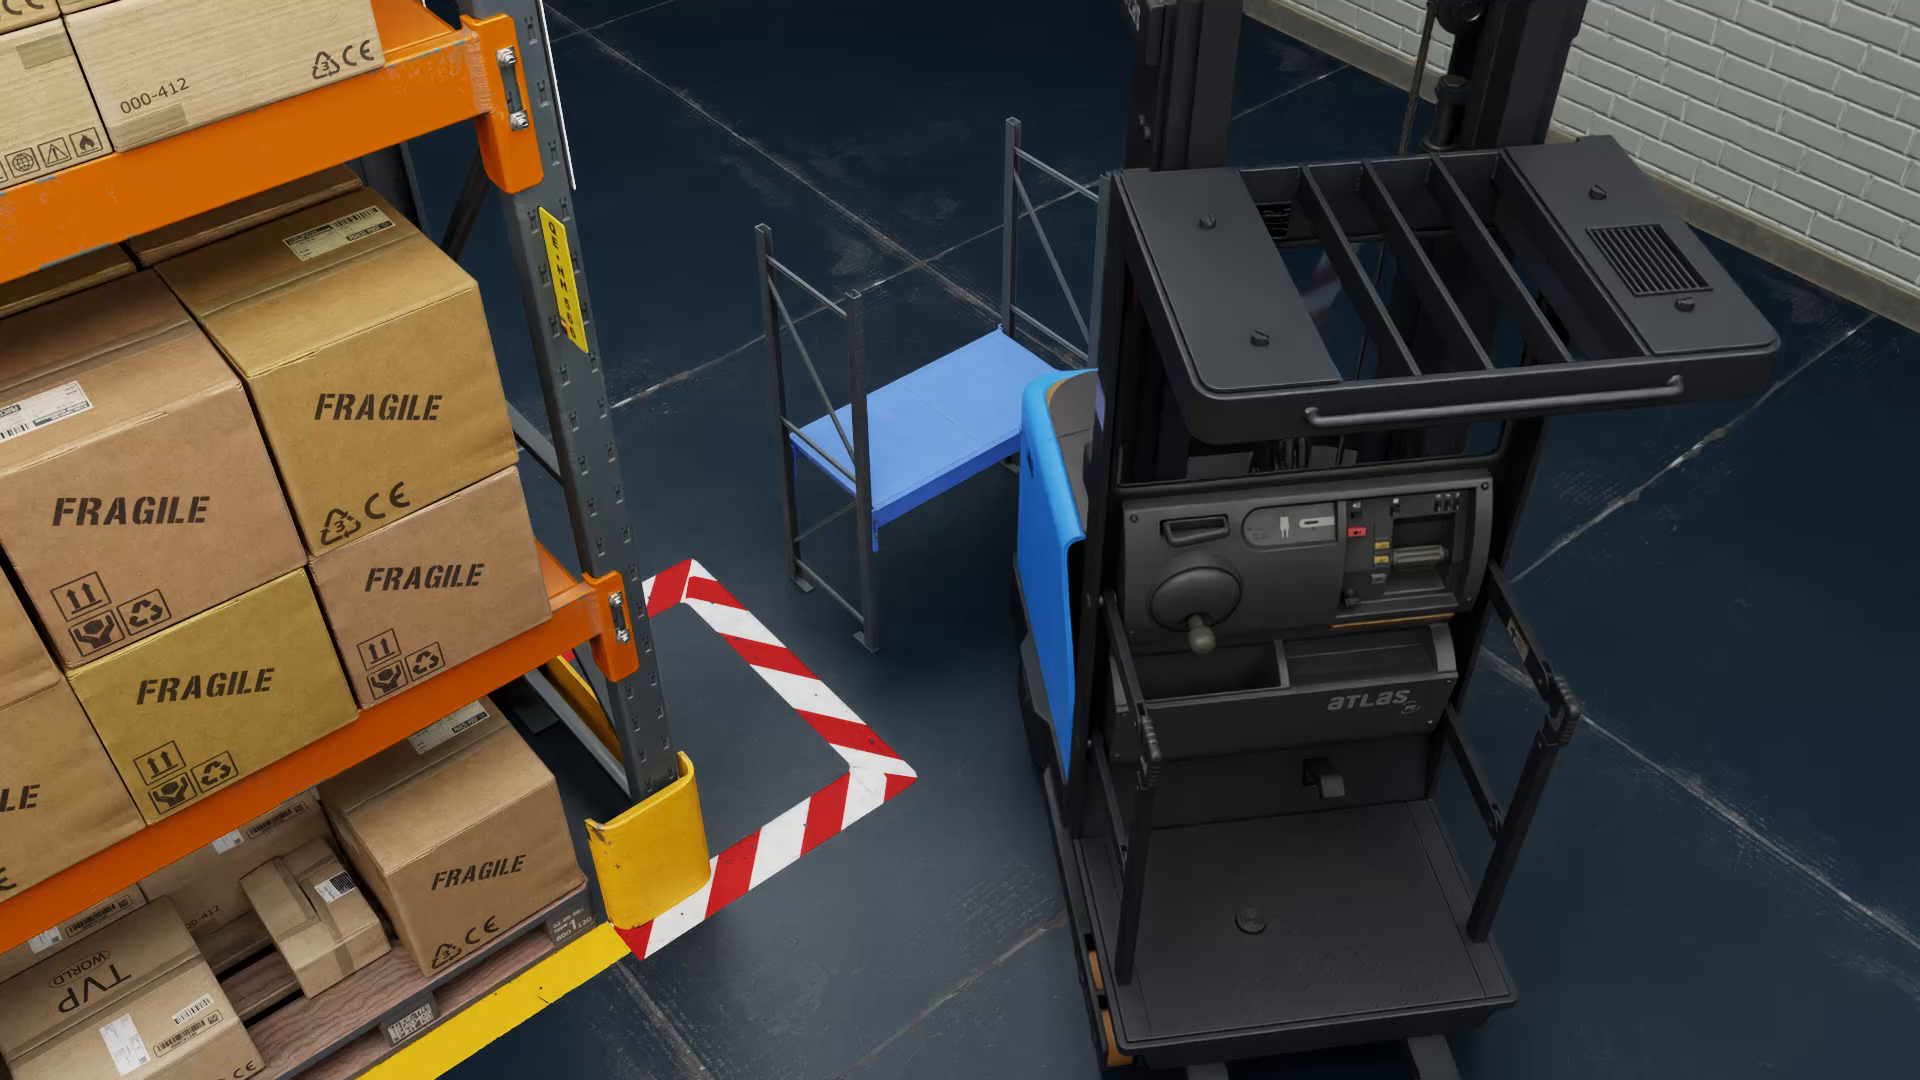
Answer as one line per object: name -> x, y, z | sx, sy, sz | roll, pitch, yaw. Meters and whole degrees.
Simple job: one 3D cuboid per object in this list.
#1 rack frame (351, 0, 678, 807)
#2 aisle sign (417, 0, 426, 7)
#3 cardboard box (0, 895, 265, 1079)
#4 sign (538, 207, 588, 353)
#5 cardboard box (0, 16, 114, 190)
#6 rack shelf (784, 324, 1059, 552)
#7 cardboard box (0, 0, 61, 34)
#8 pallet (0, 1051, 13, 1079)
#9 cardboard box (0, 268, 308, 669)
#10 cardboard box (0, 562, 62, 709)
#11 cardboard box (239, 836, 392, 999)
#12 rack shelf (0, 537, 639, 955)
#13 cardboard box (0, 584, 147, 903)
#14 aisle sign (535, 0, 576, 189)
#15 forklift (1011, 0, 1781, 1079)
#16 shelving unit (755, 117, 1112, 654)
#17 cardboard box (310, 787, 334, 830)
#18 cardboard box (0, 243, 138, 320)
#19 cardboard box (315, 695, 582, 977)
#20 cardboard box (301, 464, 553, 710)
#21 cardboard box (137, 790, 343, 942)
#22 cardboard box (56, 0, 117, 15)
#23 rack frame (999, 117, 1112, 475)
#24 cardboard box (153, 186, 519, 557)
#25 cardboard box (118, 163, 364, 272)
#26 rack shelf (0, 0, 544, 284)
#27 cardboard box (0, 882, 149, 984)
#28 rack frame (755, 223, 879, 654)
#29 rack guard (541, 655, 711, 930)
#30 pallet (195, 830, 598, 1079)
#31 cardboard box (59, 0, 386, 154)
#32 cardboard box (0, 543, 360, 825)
rack frame -> -1.192, -0.318, 4.397 | 0.127, 3.000, 1.000 | -30, 51, -28
aisle sign -> -1.328, -1.450, 3.703 | 0.004, 0.787, 0.394 | -30, 51, -28
cardboard box -> -2.199, 1.294, 4.368 | 0.500, 0.250, 0.500 | -30, 51, -28
sign -> -0.851, -0.555, 3.573 | 0.005, 0.325, 0.100 | -30, 51, -28
cardboard box -> -1.807, -0.779, 2.806 | 0.500, 0.250, 0.500 | -30, 51, -28
rack shelf -> -0.065, -0.378, 5.820 | 1.000, 0.185, 0.538 | -30, 51, -28
cardboard box -> -1.806, -0.959, 2.634 | 0.500, 0.250, 0.500 | -30, 51, -28
pallet -> -2.796, 1.616, 4.376 | 1.213, 0.211, 1.003 | -30, 51, -28
cardboard box -> -1.744, -0.156, 3.422 | 0.500, 0.500, 0.500 | -28, 50, -27
cardboard box -> -2.138, 0.074, 3.177 | 0.500, 0.500, 0.500 | -28, 50, -27
cardboard box -> -1.819, 1.053, 4.686 | 0.250, 0.166, 0.380 | -30, 51, -28
rack shelf -> -2.726, 0.823, 3.708 | 4.000, 0.370, 1.077 | -30, 51, -28
cardboard box -> -2.143, 0.431, 3.527 | 0.500, 0.500, 0.500 | -29, 51, -28
aisle sign -> -0.943, -1.135, 3.368 | 0.004, 0.787, 0.394 | -30, 51, -28
forklift -> 0.890, 0.144, 3.956 | 1.130, 2.935, 3.031 | -5, 43, -6
shelving unit -> -0.065, -0.509, 5.697 | 1.048, 1.500, 0.538 | -30, 51, -28
cardboard box -> -1.925, 0.668, 5.096 | 0.250, 0.166, 0.380 | -30, 51, -28
cardboard box -> -2.097, -0.429, 3.712 | 0.500, 0.500, 0.500 | -29, 51, -27
cardboard box -> -1.451, 0.801, 4.710 | 0.500, 0.500, 0.500 | -30, 51, -28
cardboard box -> -1.361, -0.015, 4.001 | 0.500, 0.500, 0.500 | -28, 50, -27
cardboard box -> -2.174, 0.834, 4.858 | 0.500, 0.250, 0.500 | -30, 51, -28
cardboard box -> -1.422, -1.179, 2.868 | 0.500, 0.250, 0.500 | -30, 51, -28
rack frame -> 0.325, -0.733, 5.934 | 0.032, 1.500, 0.500 | -30, 51, -28
cardboard box -> -1.357, -0.379, 3.659 | 0.500, 0.500, 0.500 | -30, 51, -28
cardboard box -> -1.701, -0.662, 3.961 | 0.500, 0.500, 0.500 | -28, 50, -27
rack shelf -> -2.726, -0.271, 2.681 | 4.000, 0.370, 1.077 | -30, 51, -28
cardboard box -> -2.558, 1.053, 4.625 | 0.500, 0.250, 0.500 | -30, 51, -28
rack frame -> -0.455, -0.286, 5.459 | 0.032, 1.500, 0.500 | -30, 51, -28
rack guard -> -1.250, 0.627, 5.217 | 0.348, 0.500, 1.175 | -30, 51, -28
pallet -> -1.861, 1.083, 4.943 | 1.213, 0.211, 1.003 | -30, 51, -28
cardboard box -> -1.417, -0.992, 3.034 | 0.500, 0.250, 0.500 | -30, 51, -28
cardboard box -> -1.756, 0.215, 3.757 | 0.500, 0.500, 0.500 | -29, 51, -28
